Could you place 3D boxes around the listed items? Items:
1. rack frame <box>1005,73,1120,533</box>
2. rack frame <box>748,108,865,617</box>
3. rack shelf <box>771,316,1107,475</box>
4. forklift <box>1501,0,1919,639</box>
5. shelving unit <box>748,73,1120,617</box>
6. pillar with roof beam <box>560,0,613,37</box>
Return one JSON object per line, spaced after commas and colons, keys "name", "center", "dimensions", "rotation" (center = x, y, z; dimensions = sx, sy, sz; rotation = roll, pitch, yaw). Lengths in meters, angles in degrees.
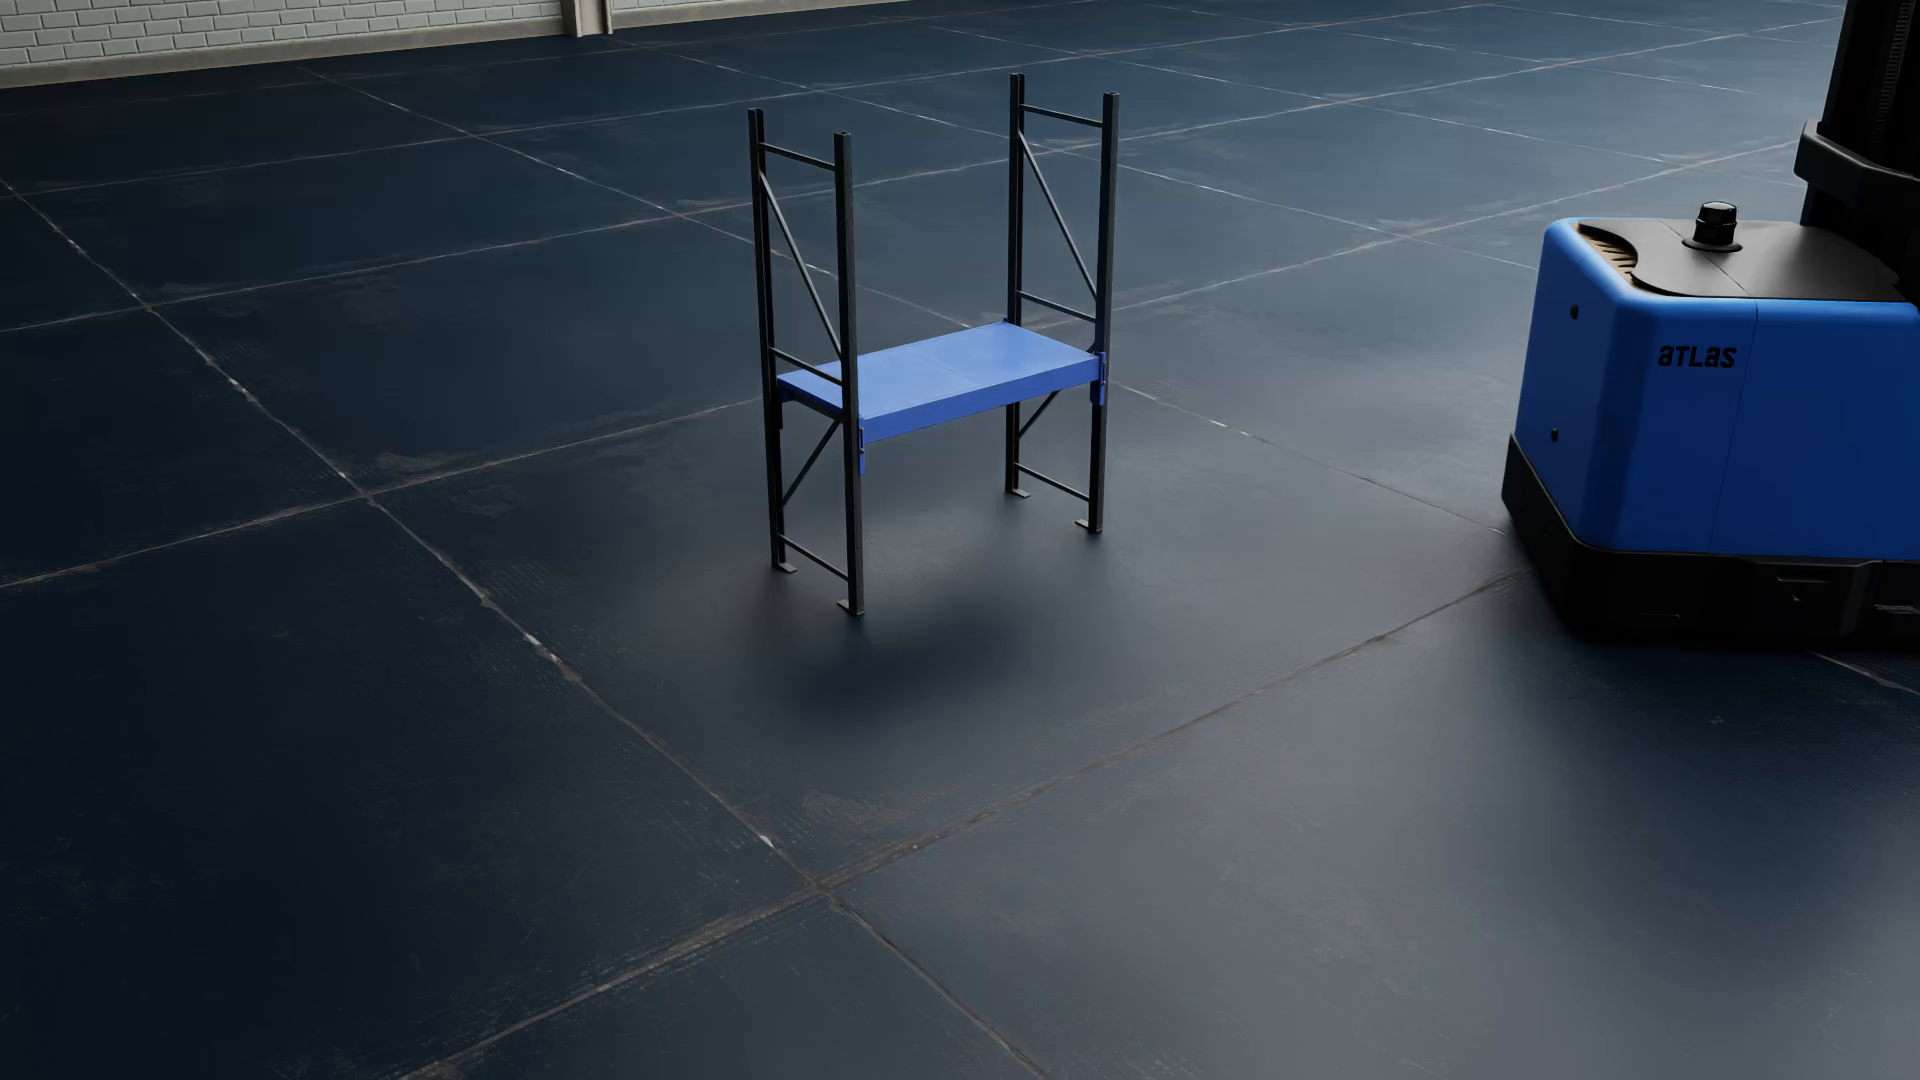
{"name": "rack frame", "center": [0.333, -0.790, 5.671], "dimensions": [0.032, 1.500, 0.500], "rotation": [-18, 31, -34]}
{"name": "rack frame", "center": [-0.467, -0.526, 5.102], "dimensions": [0.032, 1.500, 0.500], "rotation": [-18, 31, -34]}
{"name": "rack shelf", "center": [-0.067, -0.495, 5.462], "dimensions": [1.000, 0.185, 0.538], "rotation": [-18, 31, -34]}
{"name": "forklift", "center": [3.396, -1.183, 4.818], "dimensions": [3.031, 2.935, 1.130], "rotation": [2, 25, 4]}
{"name": "shelving unit", "center": [-0.067, -0.658, 5.387], "dimensions": [1.048, 1.500, 0.538], "rotation": [-18, 31, -34]}
{"name": "pillar with roof beam", "center": [-1.083, -7.752, 11.763], "dimensions": [0.400, 9.000, 9.100], "rotation": [-18, 31, -34]}
